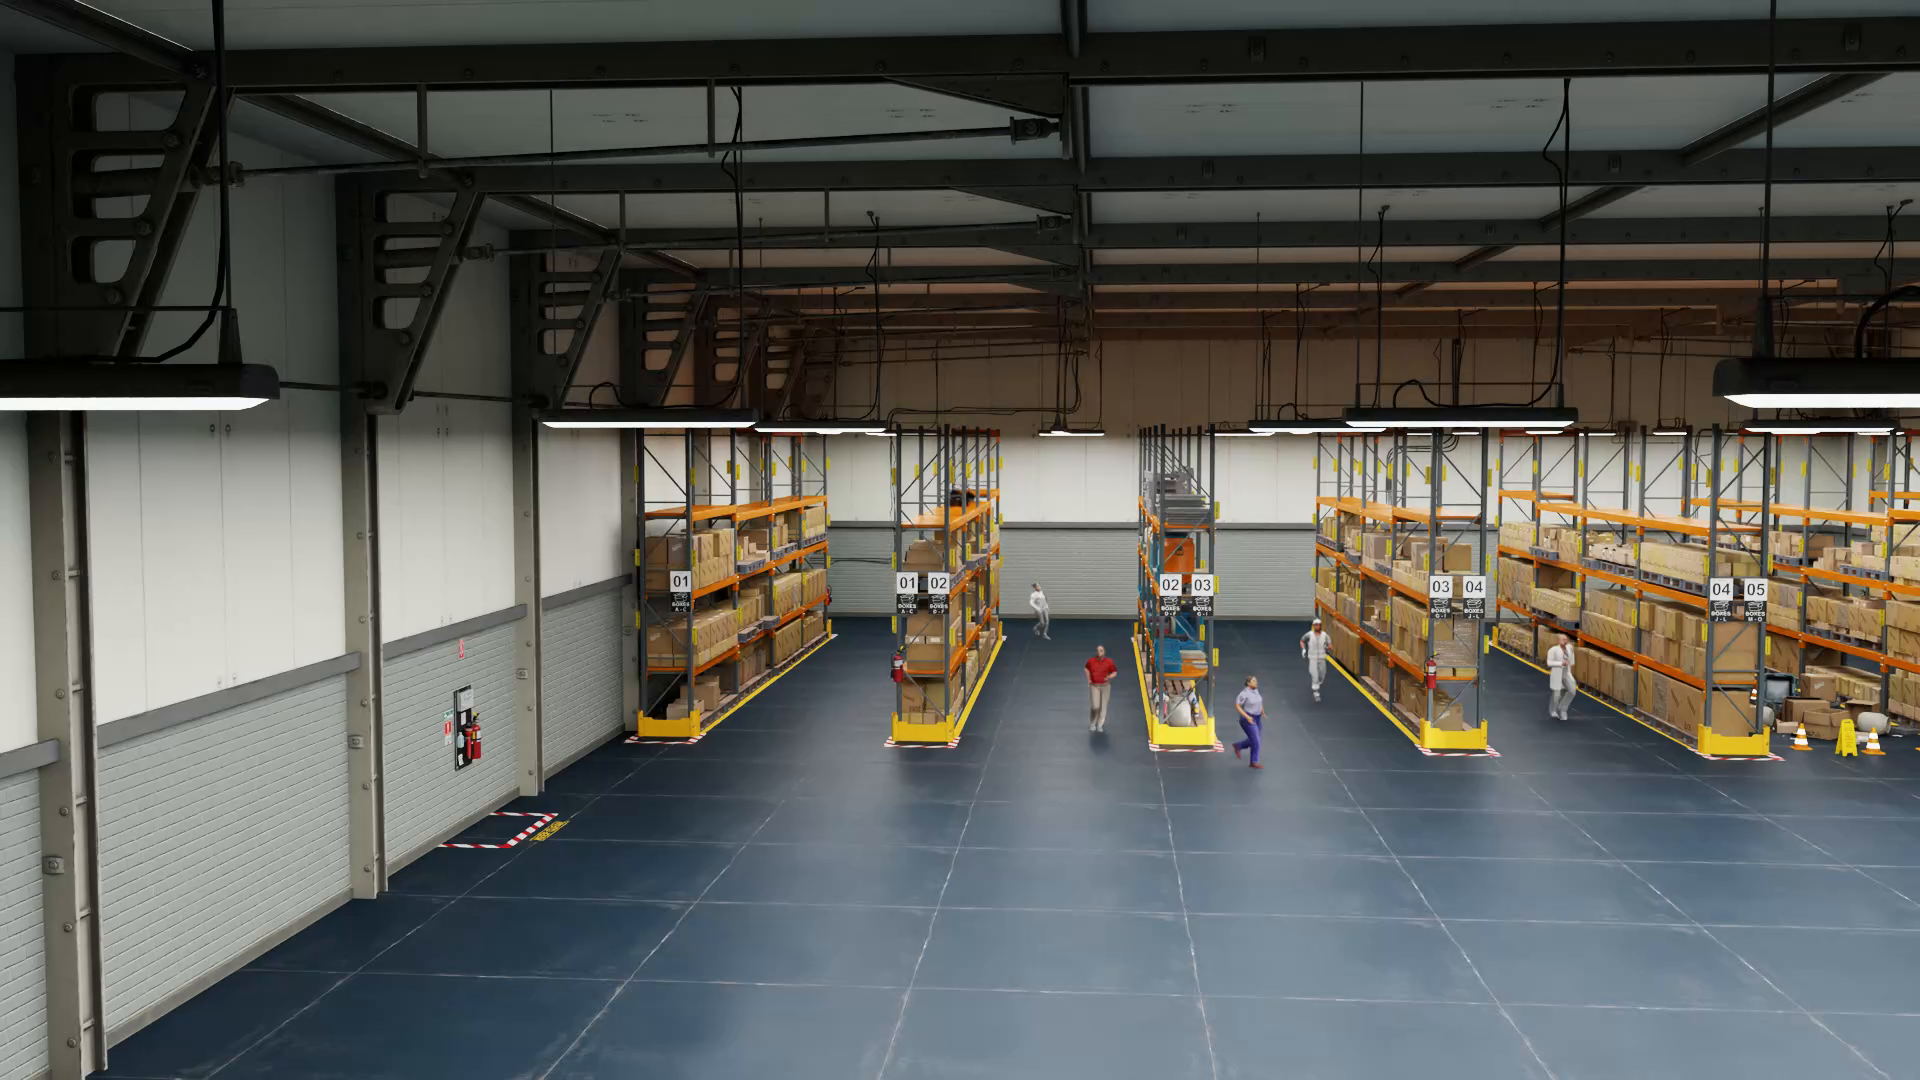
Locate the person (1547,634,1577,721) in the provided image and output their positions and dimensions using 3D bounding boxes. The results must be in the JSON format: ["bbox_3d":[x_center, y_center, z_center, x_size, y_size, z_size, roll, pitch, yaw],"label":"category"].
[{"bbox_3d":[12.219,2.782,33.762,0.753,1.766,0.882,-1,4,-11],"label":"person"}]

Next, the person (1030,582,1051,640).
[{"bbox_3d":[2.285,2.020,47.559,0.664,1.667,0.608,-3,5,-44],"label":"person"}]

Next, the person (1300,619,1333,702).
[{"bbox_3d":[7.793,2.601,36.292,0.663,1.766,0.998,0,3,-1],"label":"person"}]

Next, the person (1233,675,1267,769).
[{"bbox_3d":[5.024,3.152,28.999,0.717,1.609,0.641,3,5,41],"label":"person"}]

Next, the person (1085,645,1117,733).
[{"bbox_3d":[2.730,2.911,32.304,0.635,1.724,0.666,0,3,6],"label":"person"}]
